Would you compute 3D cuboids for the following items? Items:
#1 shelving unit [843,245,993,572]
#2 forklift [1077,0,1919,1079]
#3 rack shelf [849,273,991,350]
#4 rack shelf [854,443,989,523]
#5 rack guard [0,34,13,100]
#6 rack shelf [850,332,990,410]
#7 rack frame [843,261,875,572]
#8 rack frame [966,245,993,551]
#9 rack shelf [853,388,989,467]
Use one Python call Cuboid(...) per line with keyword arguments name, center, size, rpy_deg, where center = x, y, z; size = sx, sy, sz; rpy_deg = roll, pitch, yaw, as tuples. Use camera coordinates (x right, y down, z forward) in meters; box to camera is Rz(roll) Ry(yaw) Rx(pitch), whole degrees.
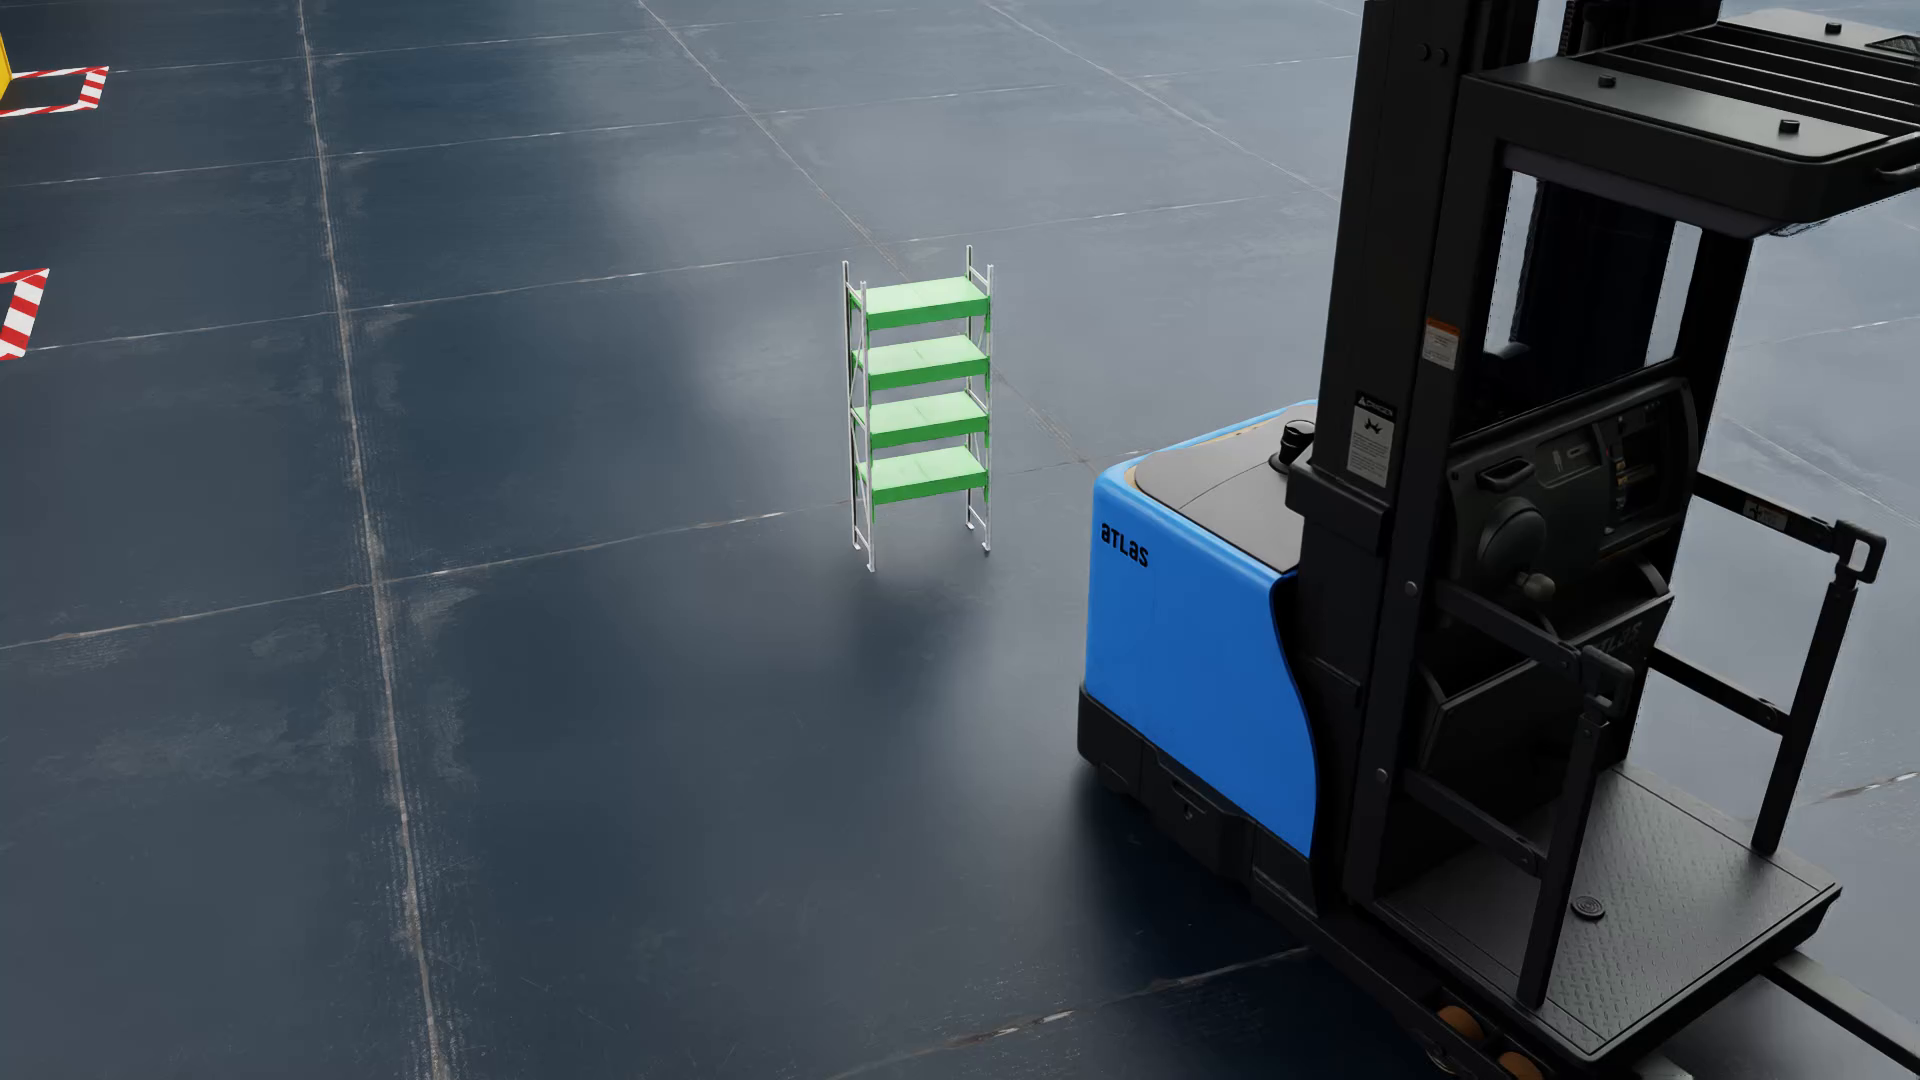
Cuboid(name="shelving unit", center=(-0.155, -0.493, 6.403), size=(0.503, 1.200, 0.258), rpy_deg=(-10, 31, -18))
Cuboid(name="forklift", center=(1.639, -0.086, 3.940), size=(1.130, 2.935, 3.031), rpy_deg=(-19, 35, -30))
Cuboid(name="rack shelf", center=(-0.155, -0.854, 6.197), size=(0.480, 0.148, 0.258), rpy_deg=(-10, 31, -18))
Cuboid(name="rack shelf", center=(-0.155, -0.229, 6.553), size=(0.480, 0.148, 0.258), rpy_deg=(-10, 31, -18))
Cuboid(name="rack guard", center=(-7.477, -3.599, 12.563), size=(0.348, 0.500, 1.175), rpy_deg=(-10, 31, -18))
Cuboid(name="rack shelf", center=(-0.155, -0.646, 6.316), size=(0.480, 0.148, 0.258), rpy_deg=(-10, 31, -18))
Cuboid(name="rack frame", center=(-0.384, -0.451, 6.329), size=(0.015, 1.200, 0.240), rpy_deg=(-10, 31, -18))
Cuboid(name="rack frame", center=(0.074, -0.535, 6.477), size=(0.015, 1.200, 0.240), rpy_deg=(-10, 31, -18))
Cuboid(name="rack shelf", center=(-0.155, -0.437, 6.434), size=(0.480, 0.148, 0.258), rpy_deg=(-10, 31, -18))
